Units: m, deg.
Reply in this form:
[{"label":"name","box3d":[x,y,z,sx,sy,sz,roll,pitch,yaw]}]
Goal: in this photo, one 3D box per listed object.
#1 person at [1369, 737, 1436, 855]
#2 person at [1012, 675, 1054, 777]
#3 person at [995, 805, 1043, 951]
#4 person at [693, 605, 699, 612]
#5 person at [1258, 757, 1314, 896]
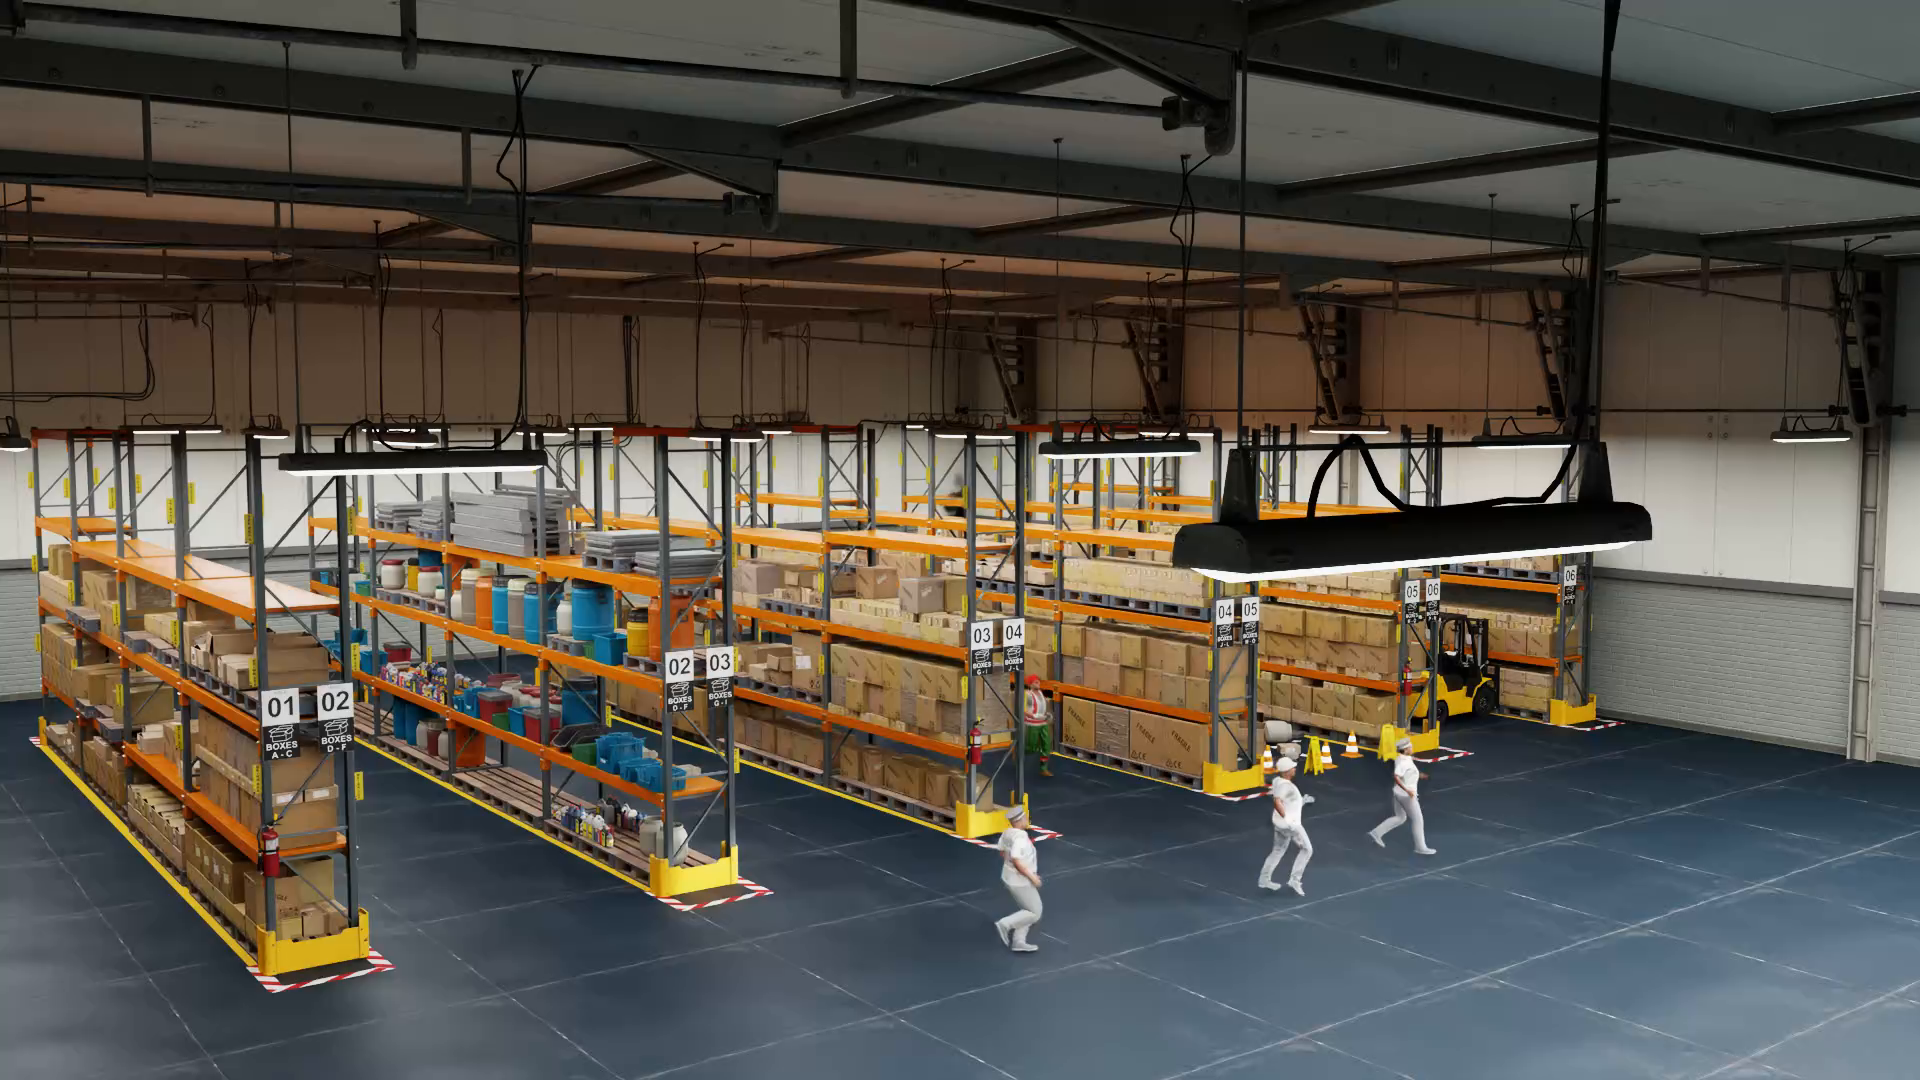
[{"label":"person","box3d":[6.313,3.620,23.610,0.904,1.673,0.583,0,4,0]},{"label":"person","box3d":[1.292,3.199,28.761,0.832,1.756,0.666,4,6,44]},{"label":"person","box3d":[0.657,3.948,19.358,0.602,1.742,0.664,-1,5,-18]},{"label":"person","box3d":[-6.620,2.346,40.624,0.645,1.582,0.518,4,6,39]},{"label":"person","box3d":[4.283,3.742,21.685,0.753,1.833,0.663,-1,5,-12]}]
